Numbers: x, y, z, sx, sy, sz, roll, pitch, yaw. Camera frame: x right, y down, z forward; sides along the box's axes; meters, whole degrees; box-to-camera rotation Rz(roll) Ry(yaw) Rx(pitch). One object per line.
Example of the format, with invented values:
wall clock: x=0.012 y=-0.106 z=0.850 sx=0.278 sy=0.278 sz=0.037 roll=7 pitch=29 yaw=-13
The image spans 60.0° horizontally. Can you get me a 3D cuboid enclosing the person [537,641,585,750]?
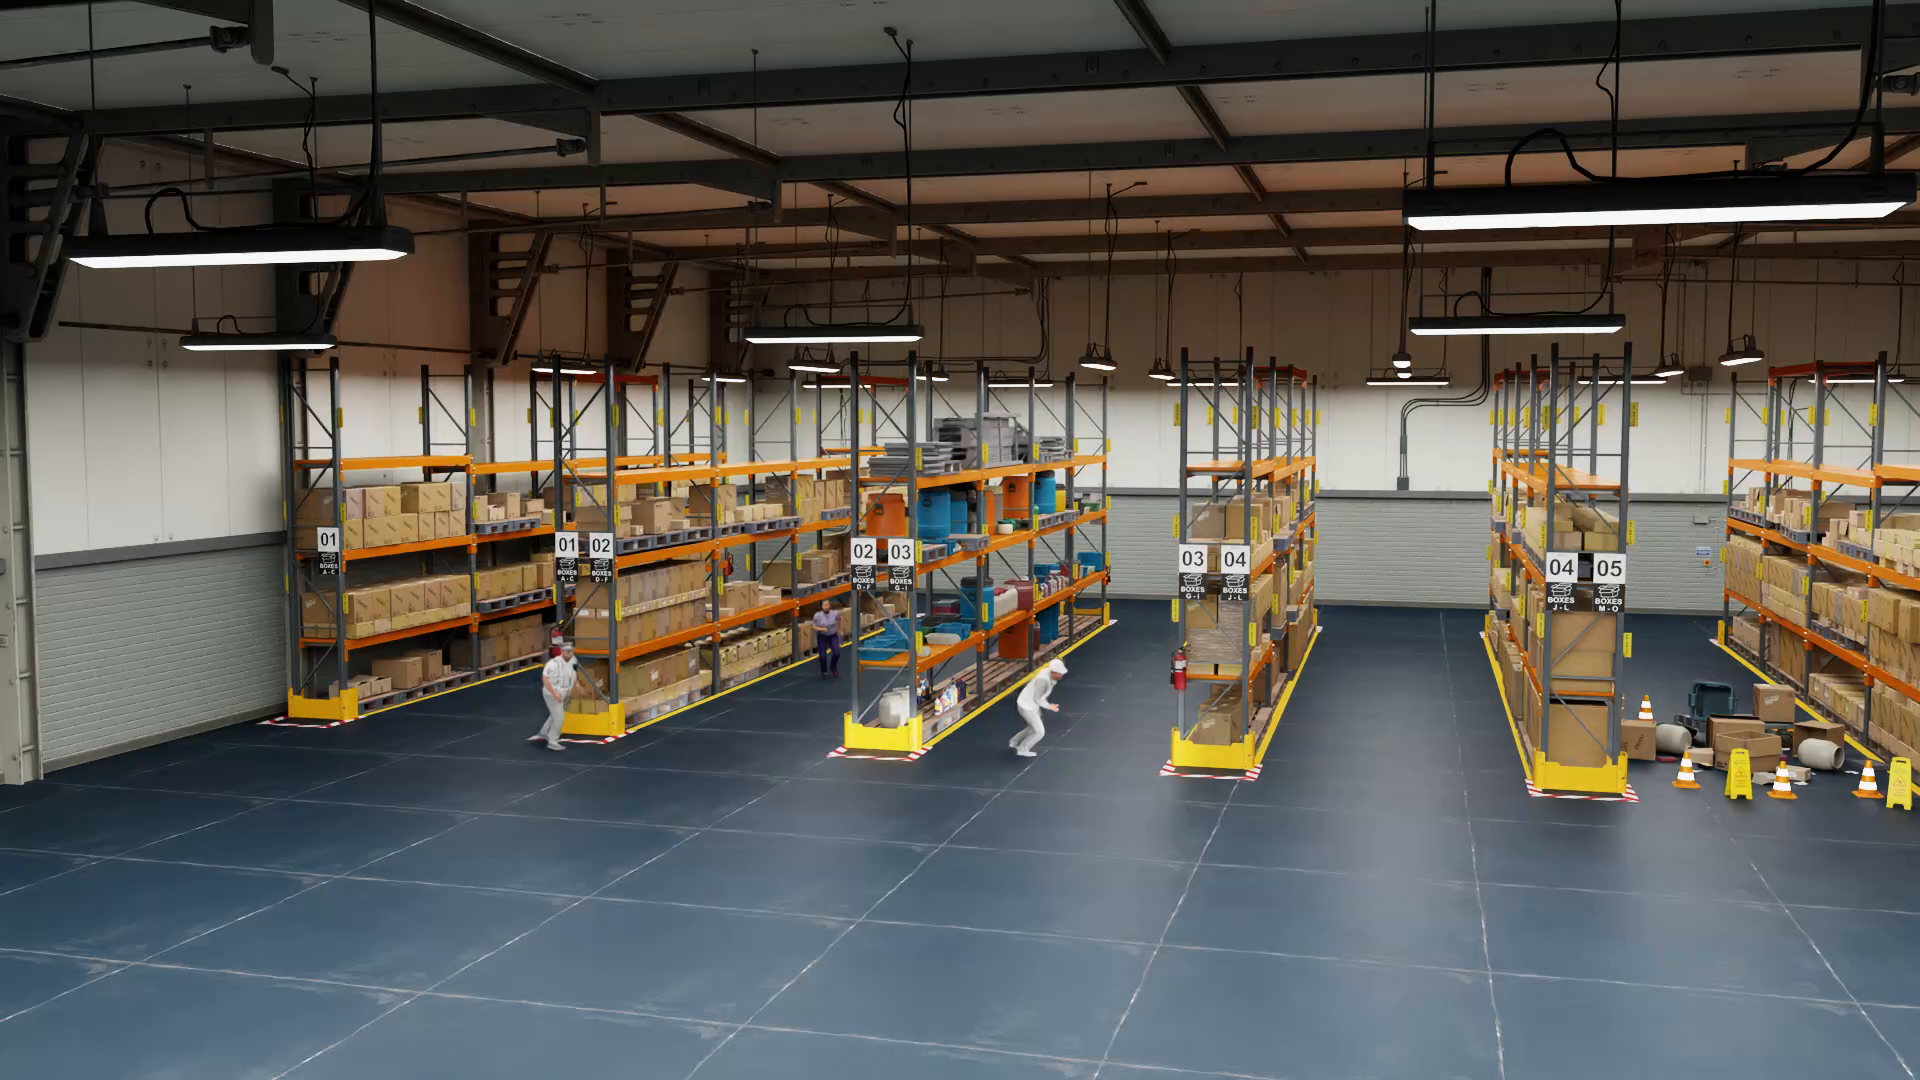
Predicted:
person: x=-6.121 y=2.330 z=25.182 sx=0.878 sy=1.676 sz=0.696 roll=2 pitch=5 yaw=23

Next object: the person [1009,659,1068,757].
person: x=1.138 y=2.467 z=24.446 sx=0.955 sy=1.502 sz=0.663 roll=1 pitch=4 yaw=16

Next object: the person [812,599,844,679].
person: x=-2.527 y=1.888 z=31.814 sx=0.613 sy=1.546 sz=0.867 roll=-1 pitch=4 yaw=-9
